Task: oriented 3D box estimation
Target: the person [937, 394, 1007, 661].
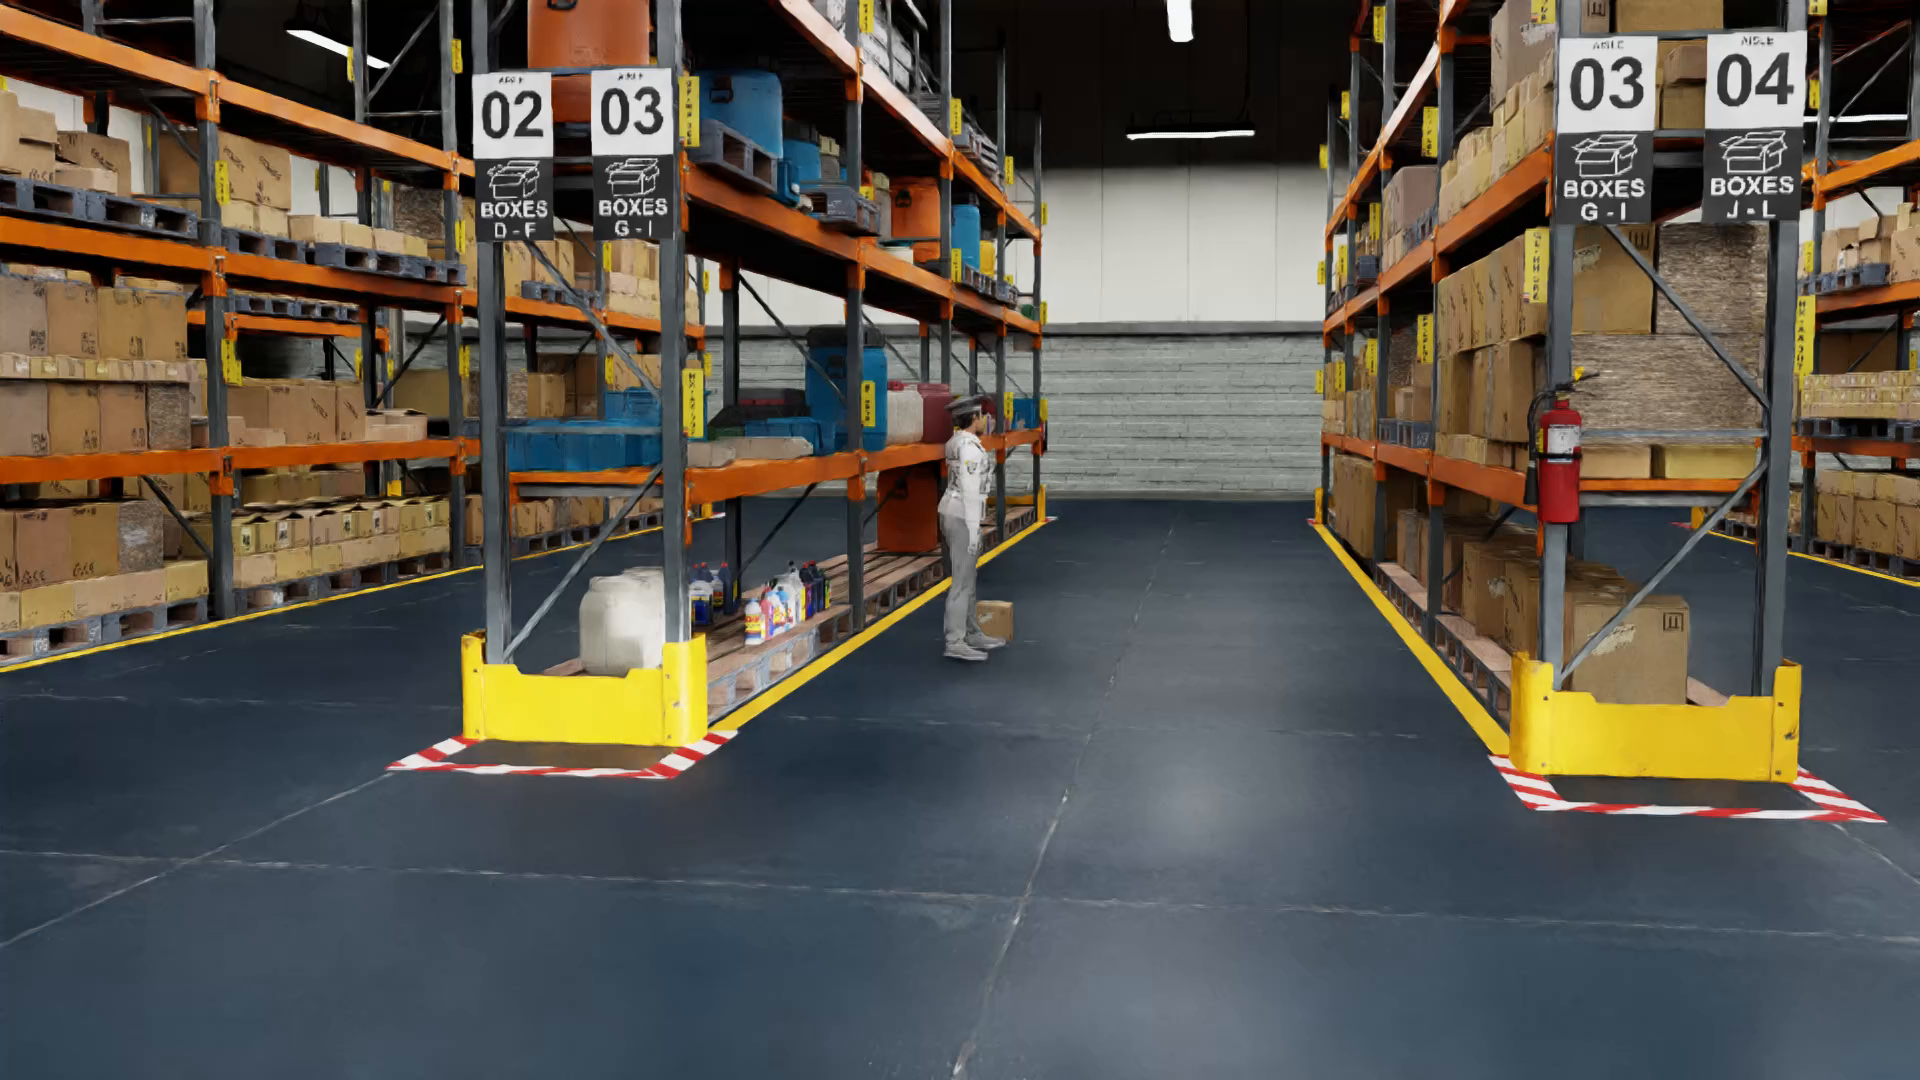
[{"bbox_3d":[0.103,-0.092,10.681,0.474,1.685,0.545,-1,5,-15],"label":"person"}]
